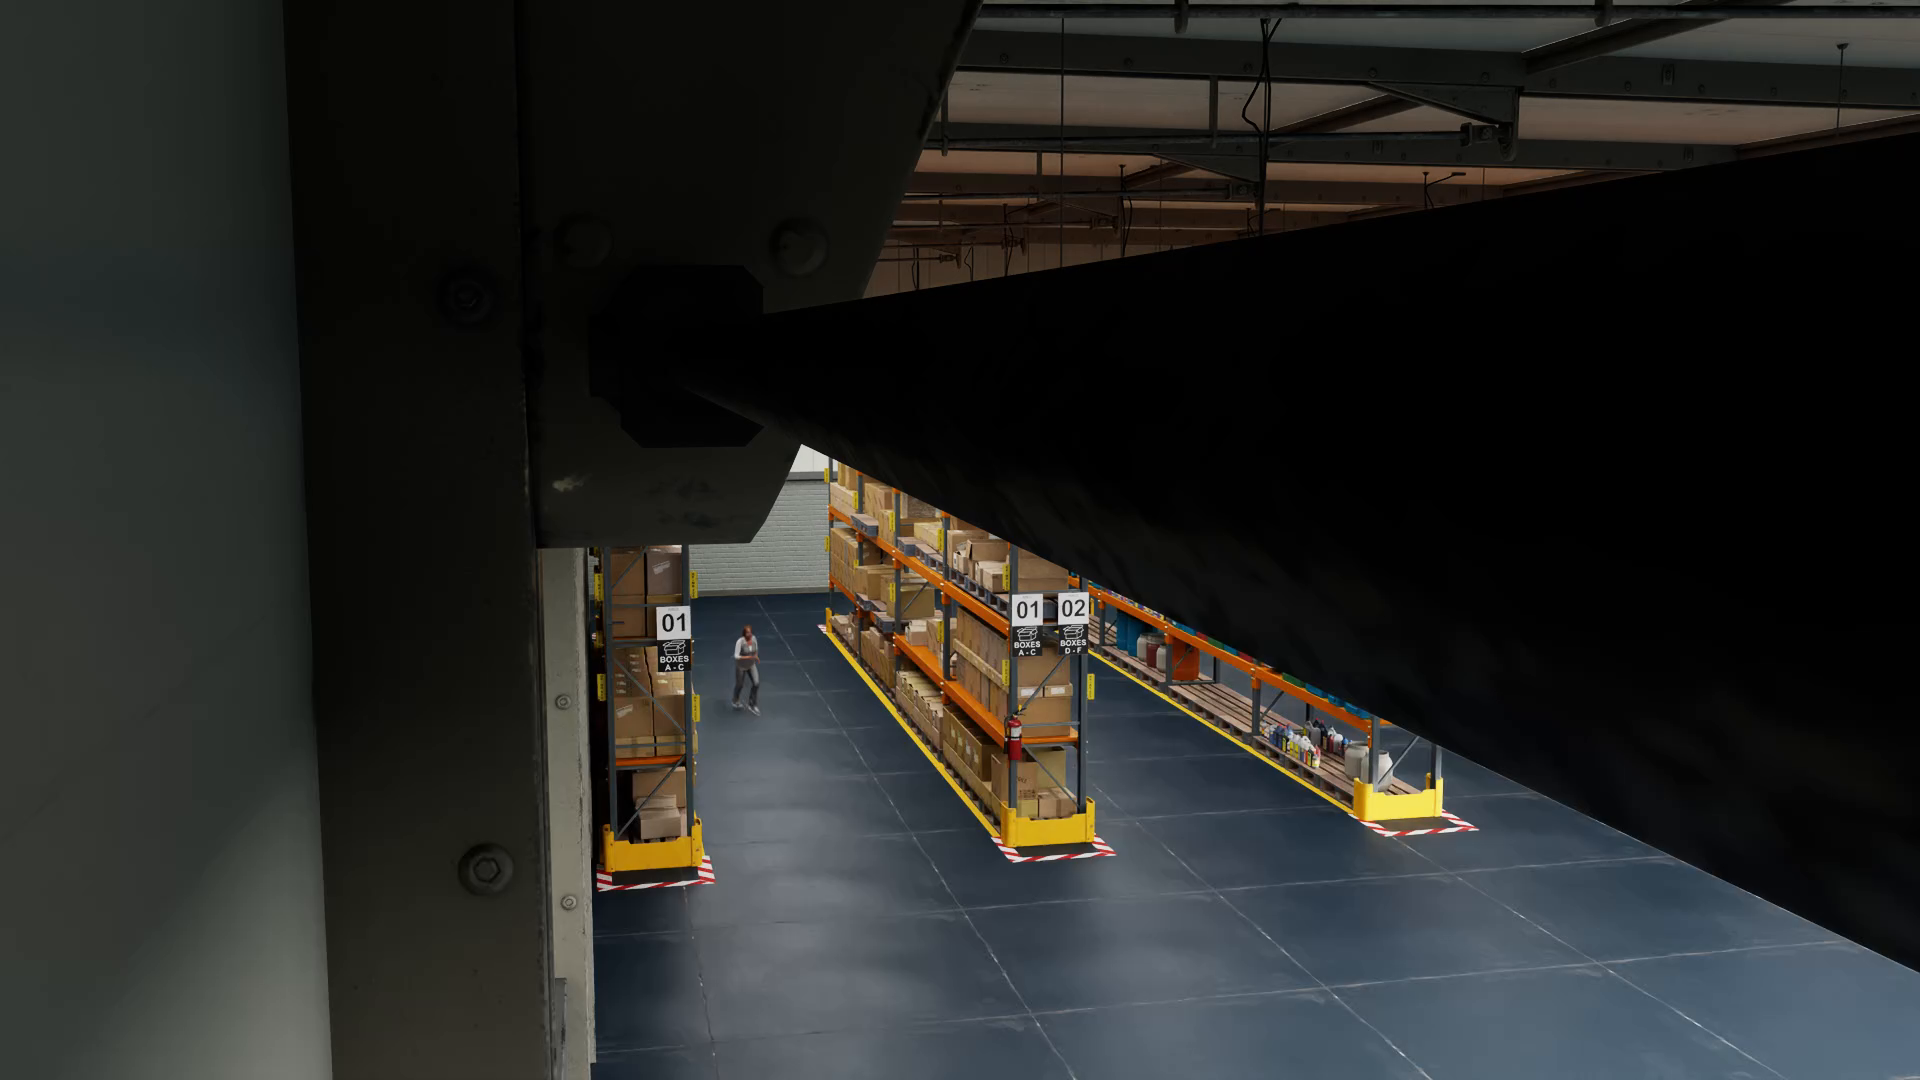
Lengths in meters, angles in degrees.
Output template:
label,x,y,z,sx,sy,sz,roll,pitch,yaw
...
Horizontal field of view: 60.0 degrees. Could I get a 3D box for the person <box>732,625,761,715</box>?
label,x,y,z,sx,sy,sz,roll,pitch,yaw
person,-3.649,2.196,28.404,0.548,1.563,0.897,-4,8,-30
